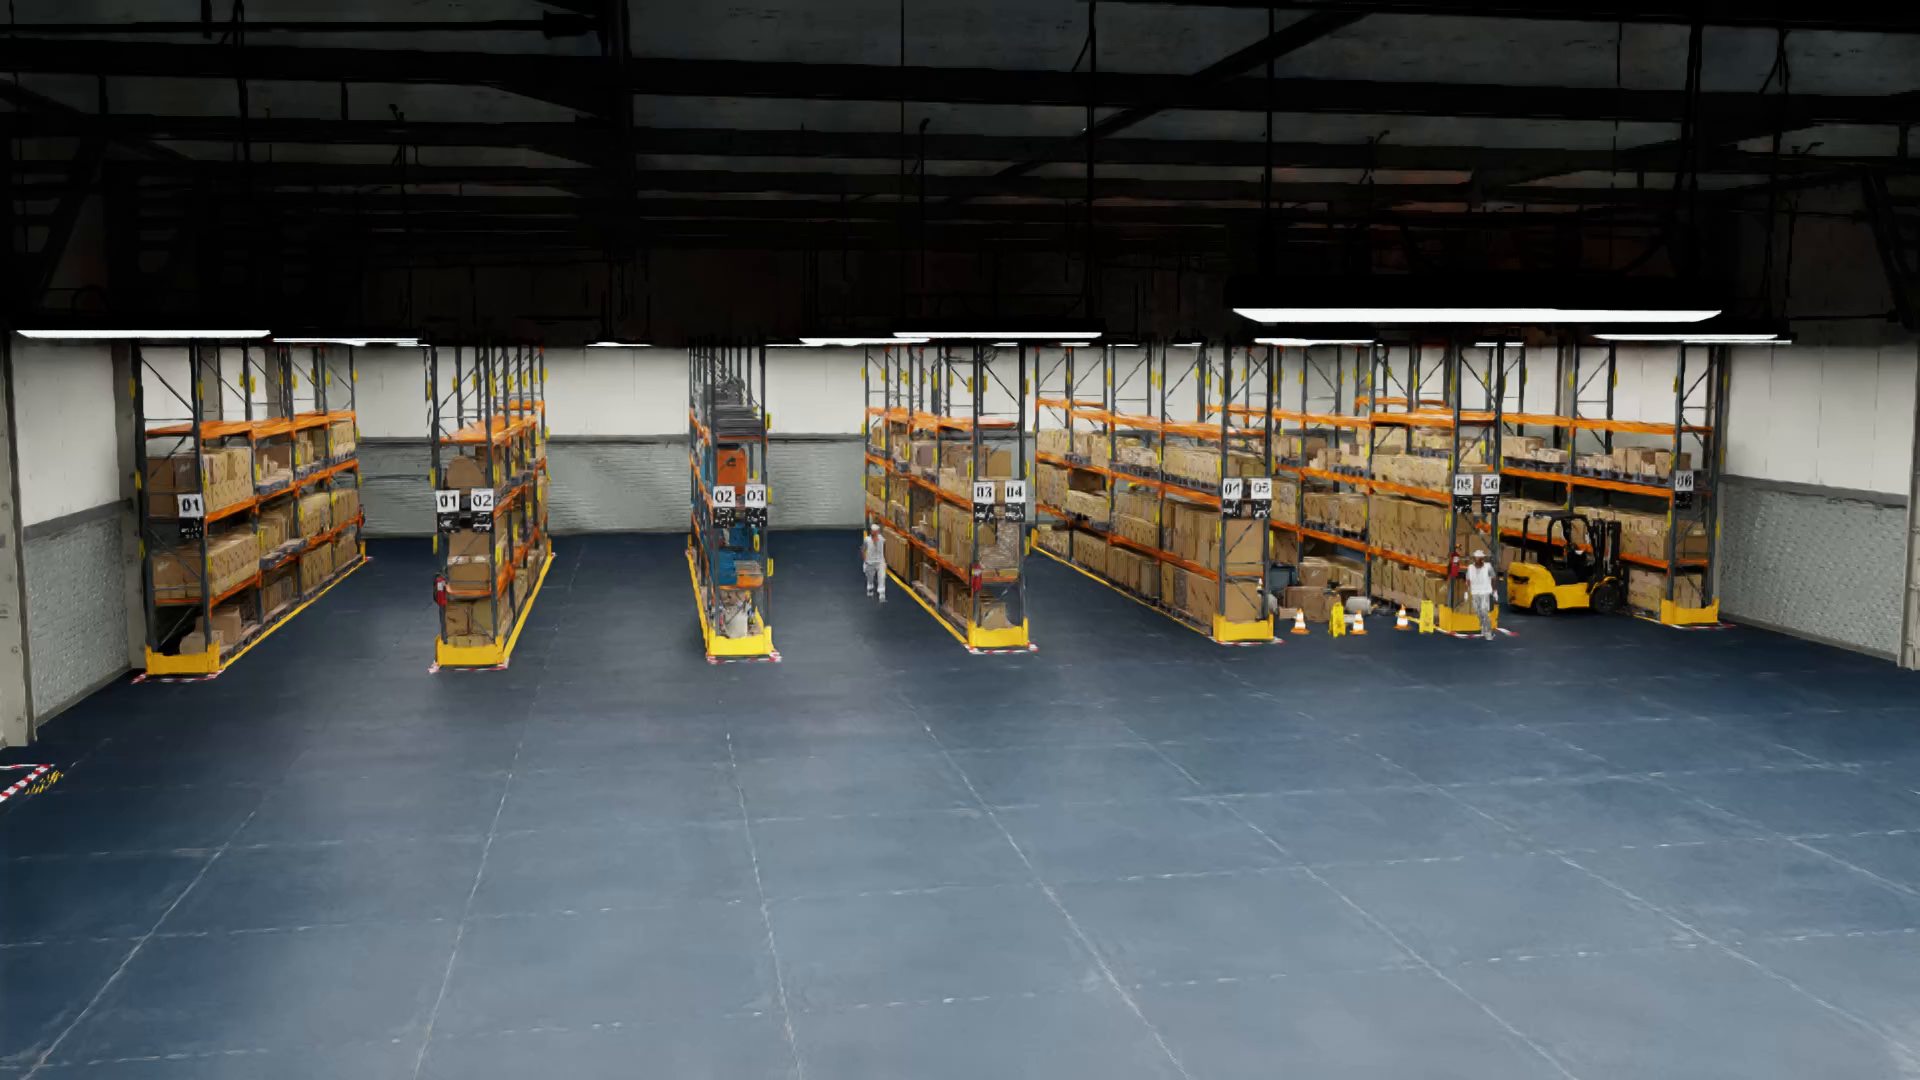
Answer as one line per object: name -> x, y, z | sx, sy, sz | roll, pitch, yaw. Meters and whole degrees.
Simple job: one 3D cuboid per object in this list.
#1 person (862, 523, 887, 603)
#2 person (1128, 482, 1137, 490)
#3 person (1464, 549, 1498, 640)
person -> -1.839, 0.483, 35.937 | 0.553, 1.705, 1.133 | -1, 7, -8
person -> 5.304, -0.897, 50.261 | 0.550, 1.758, 0.661 | -5, 8, -39
person -> 10.317, 1.064, 32.905 | 0.641, 1.767, 0.485 | 6, 9, 43
